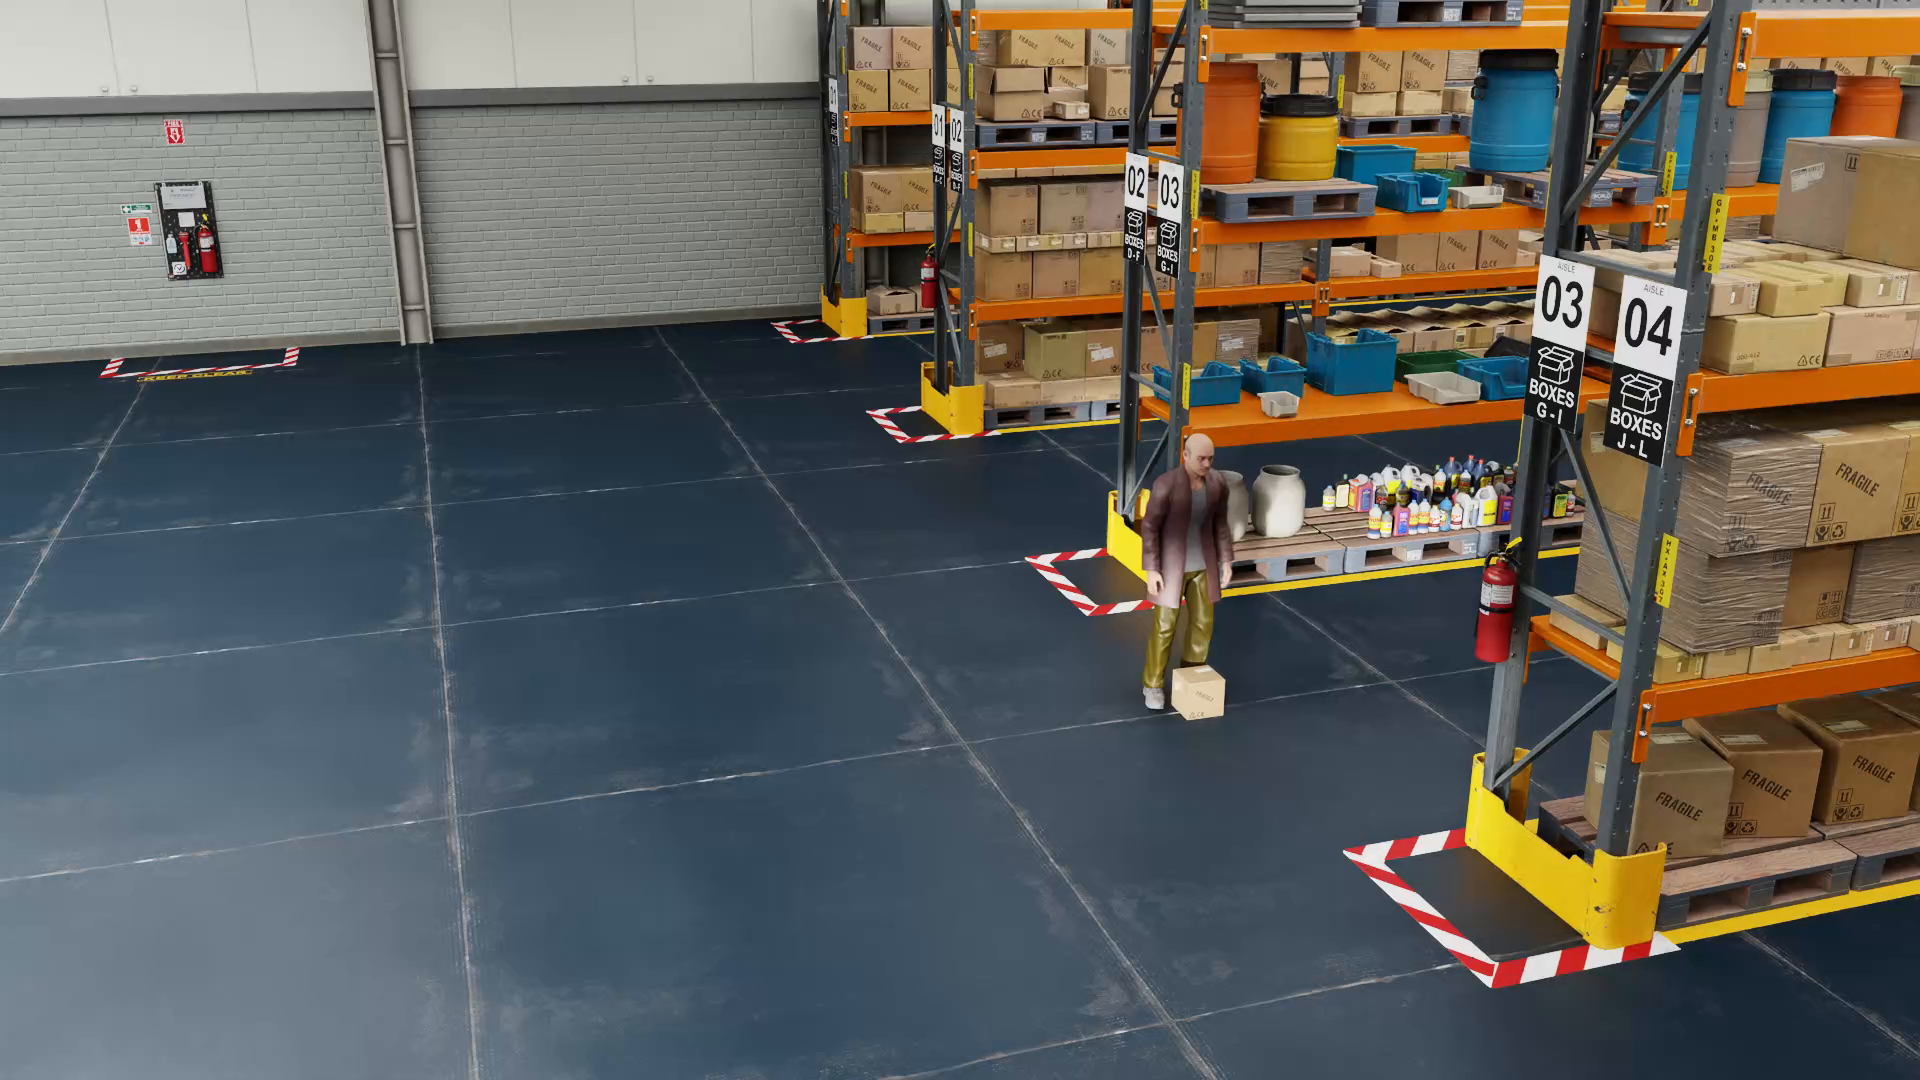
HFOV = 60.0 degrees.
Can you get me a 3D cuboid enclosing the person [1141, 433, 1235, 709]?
[{"bbox_3d":[1.447,0.174,10.582,0.655,1.775,0.419,-7,20,-20],"label":"person"}]
